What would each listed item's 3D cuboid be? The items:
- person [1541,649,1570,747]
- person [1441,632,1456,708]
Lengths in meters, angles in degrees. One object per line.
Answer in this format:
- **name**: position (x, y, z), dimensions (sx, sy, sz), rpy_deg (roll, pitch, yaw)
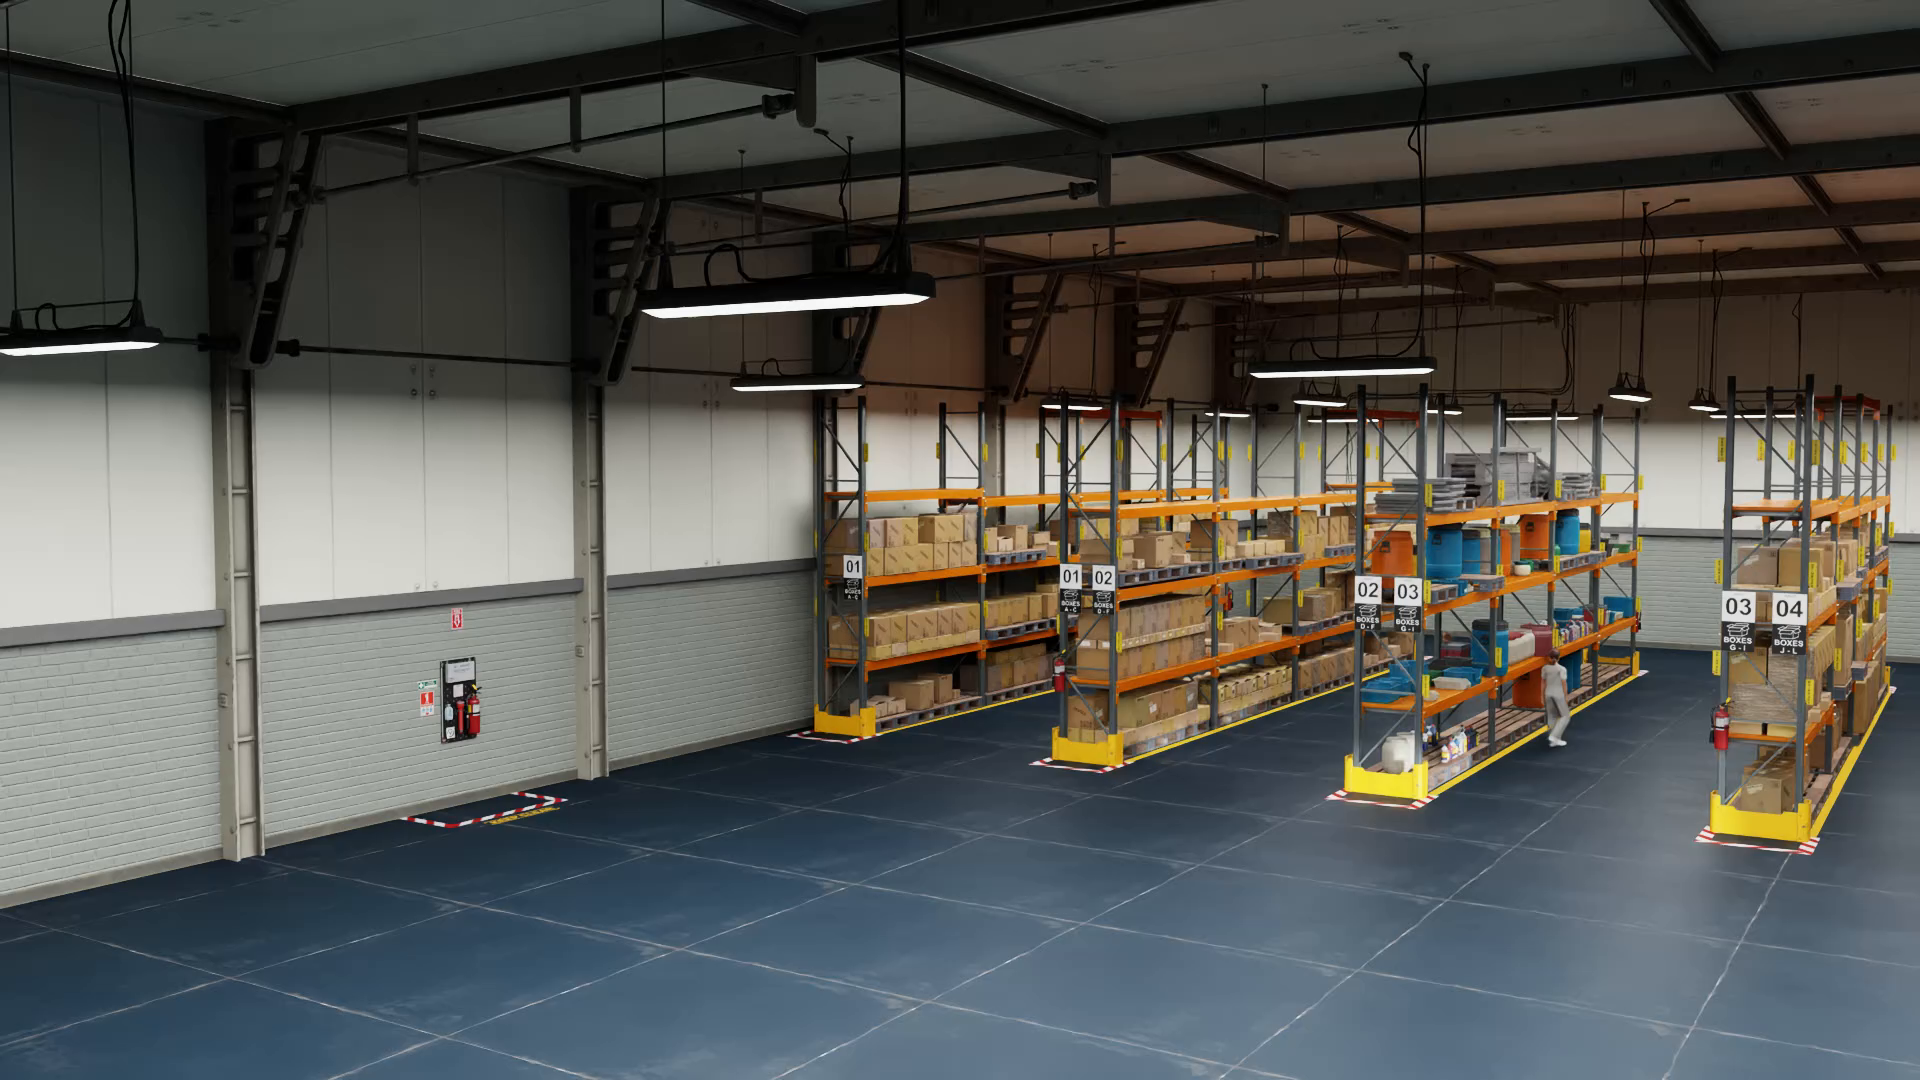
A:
- **person**: position (10.113, 2.688, 28.285), dimensions (0.501, 1.669, 0.531), rpy_deg (3, 4, 42)
- **person**: position (9.334, 2.531, 31.925), dimensions (0.388, 1.539, 0.972), rpy_deg (2, 4, 32)
